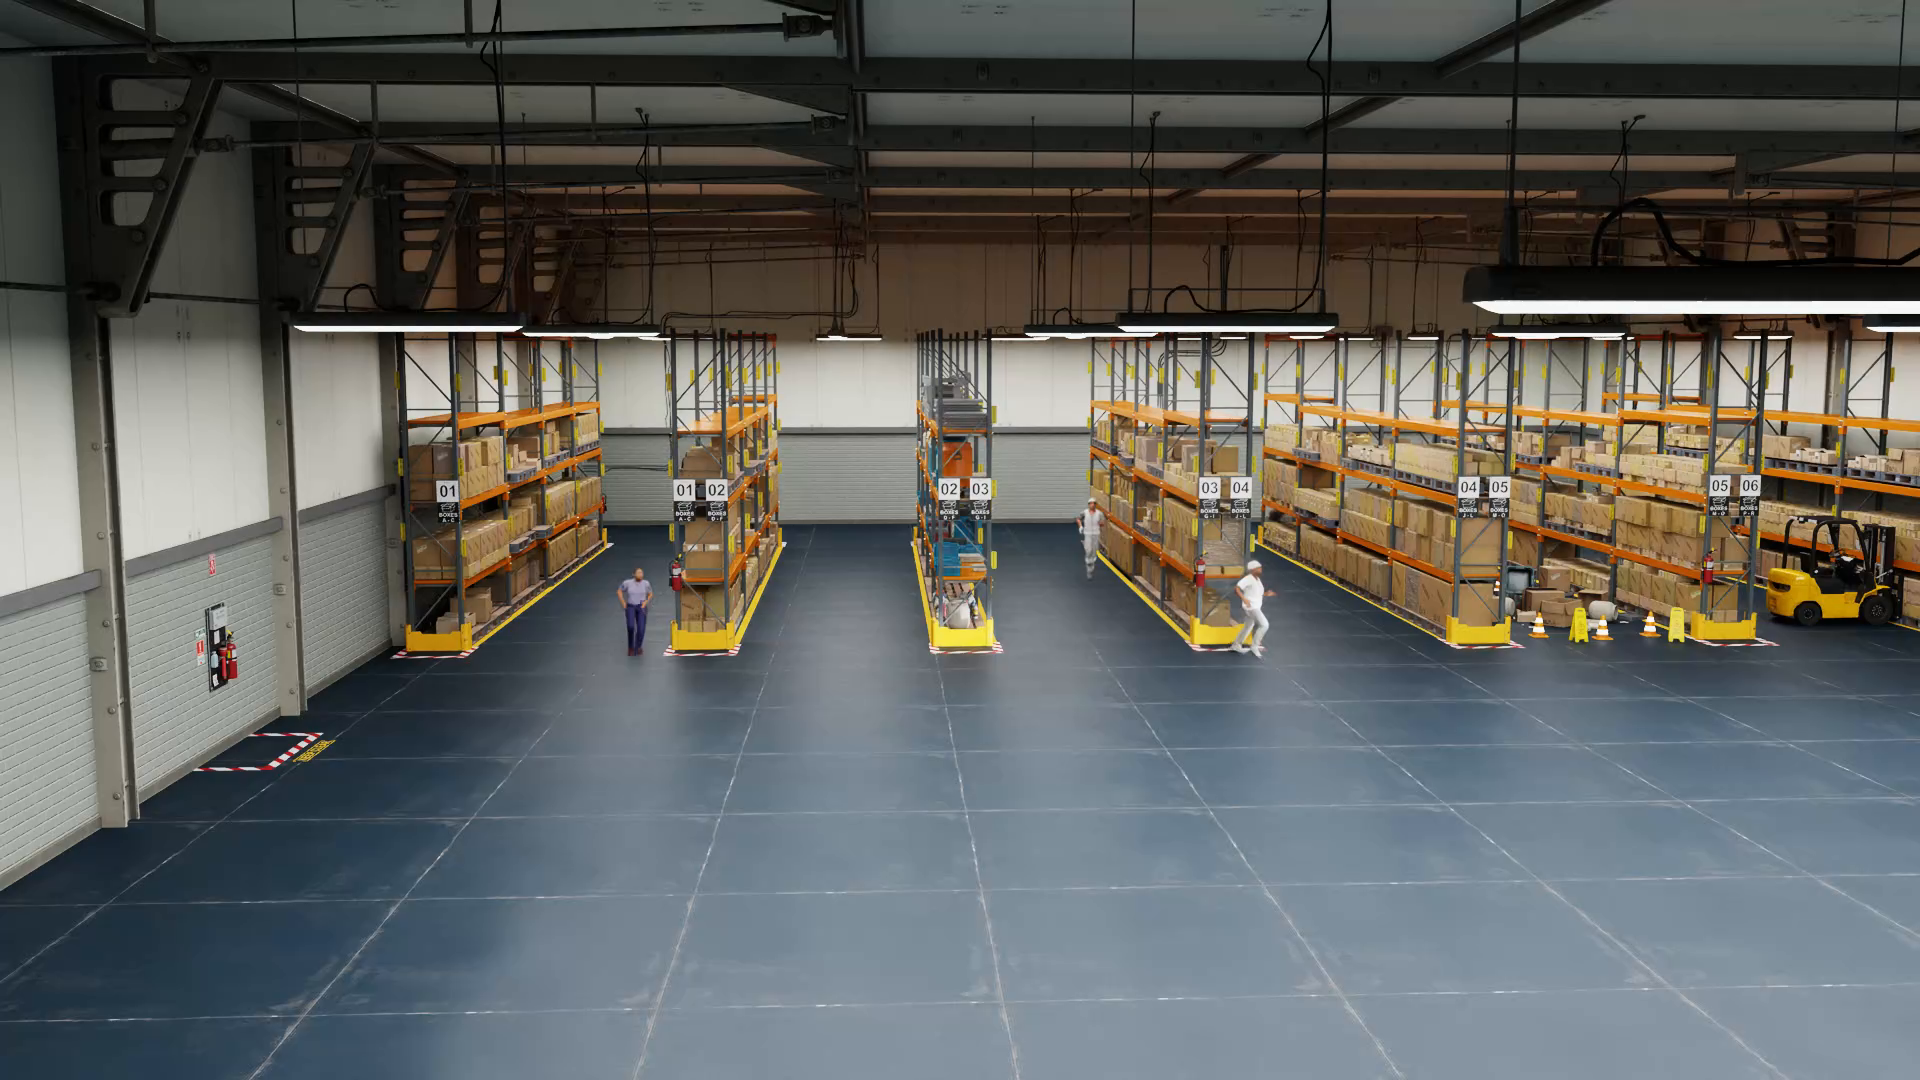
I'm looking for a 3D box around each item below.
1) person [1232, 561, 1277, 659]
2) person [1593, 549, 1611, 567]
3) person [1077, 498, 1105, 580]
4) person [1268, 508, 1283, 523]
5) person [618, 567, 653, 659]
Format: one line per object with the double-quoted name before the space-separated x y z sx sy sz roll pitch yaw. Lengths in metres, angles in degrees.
"person" 5.367 1.273 30.438 0.799 1.791 0.732 2 7 20
"person" 16.090 -0.009 41.335 0.639 1.803 0.787 0 7 -3
"person" 3.099 -0.040 39.084 0.630 1.899 0.712 -1 7 -5
"person" 9.408 -0.907 49.227 0.573 1.750 0.729 4 8 33
"person" -5.942 1.330 30.586 0.614 1.670 0.666 -2 7 -20
